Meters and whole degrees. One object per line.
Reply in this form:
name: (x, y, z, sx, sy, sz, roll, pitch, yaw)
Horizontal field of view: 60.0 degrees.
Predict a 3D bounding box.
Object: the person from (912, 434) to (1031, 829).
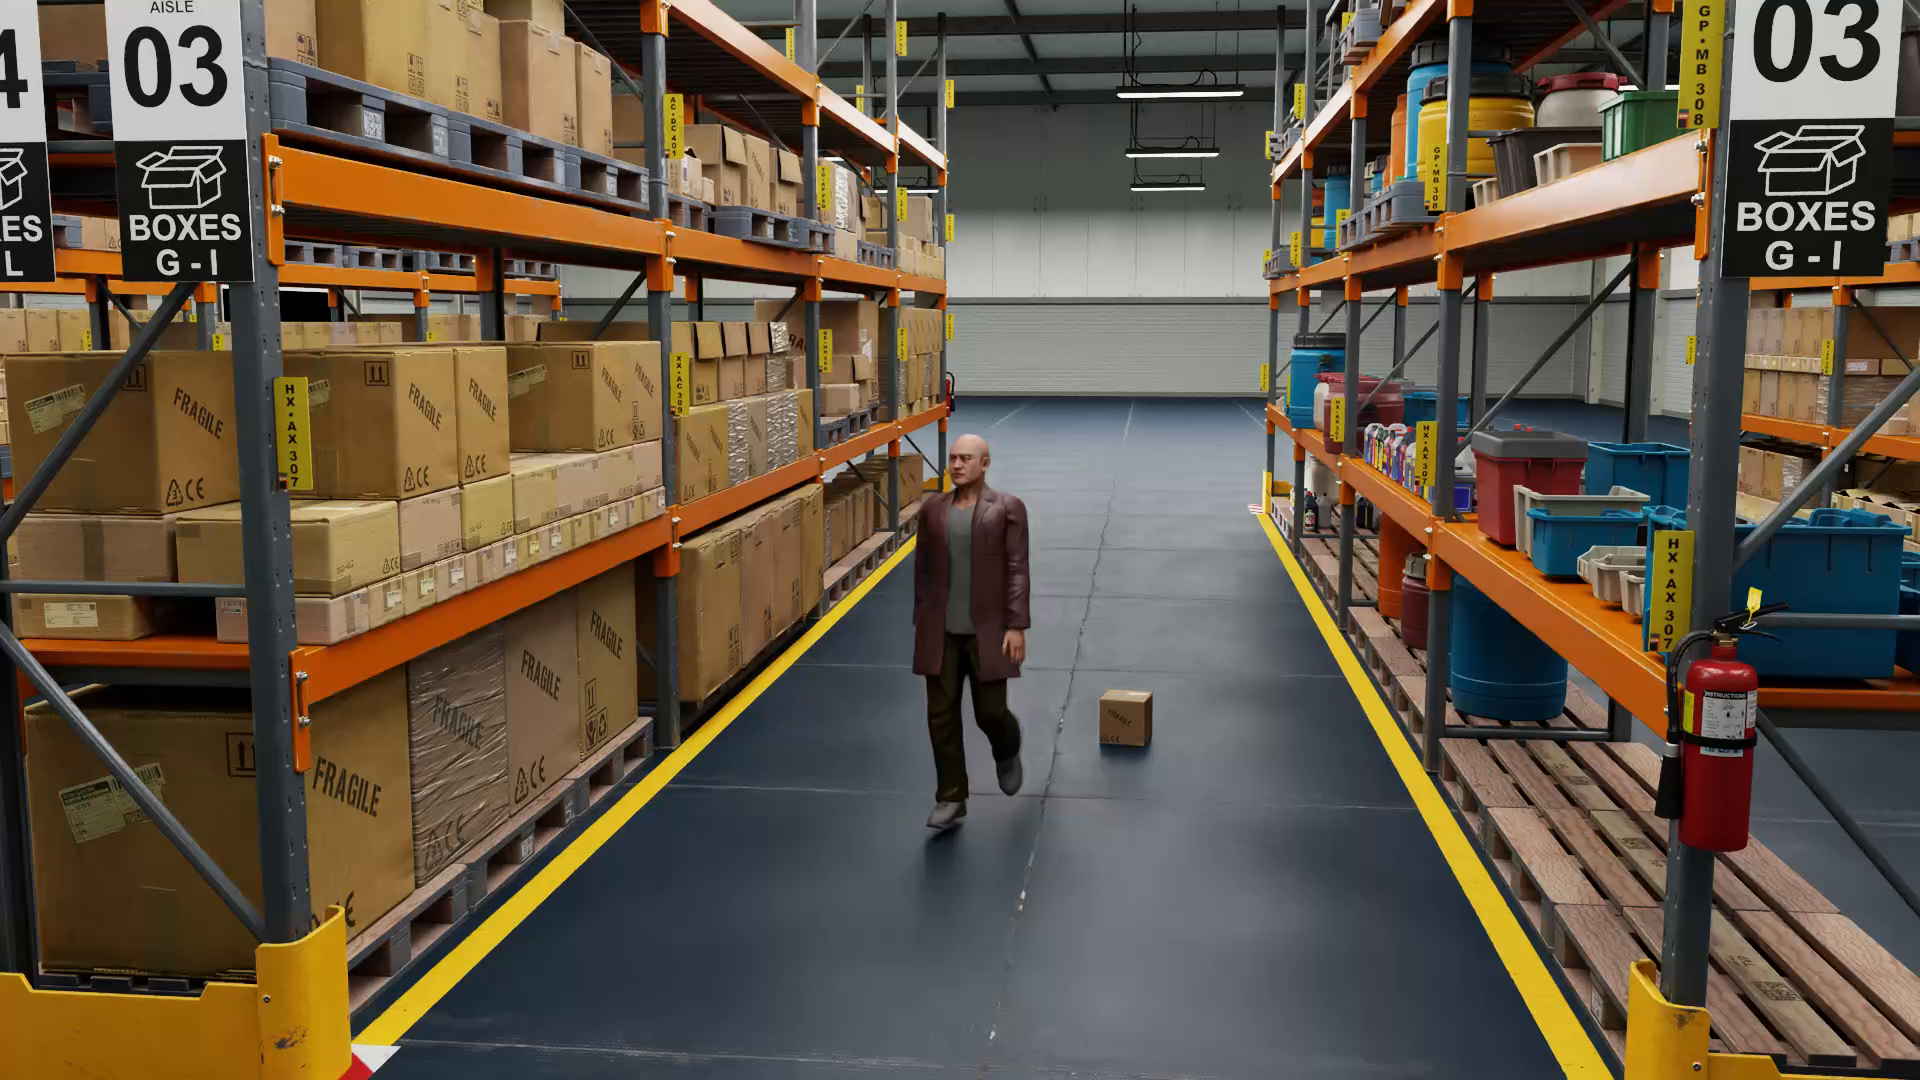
person: (0.054, 0.396, 7.619, 0.588, 1.761, 0.724, 2, 8, 17)
